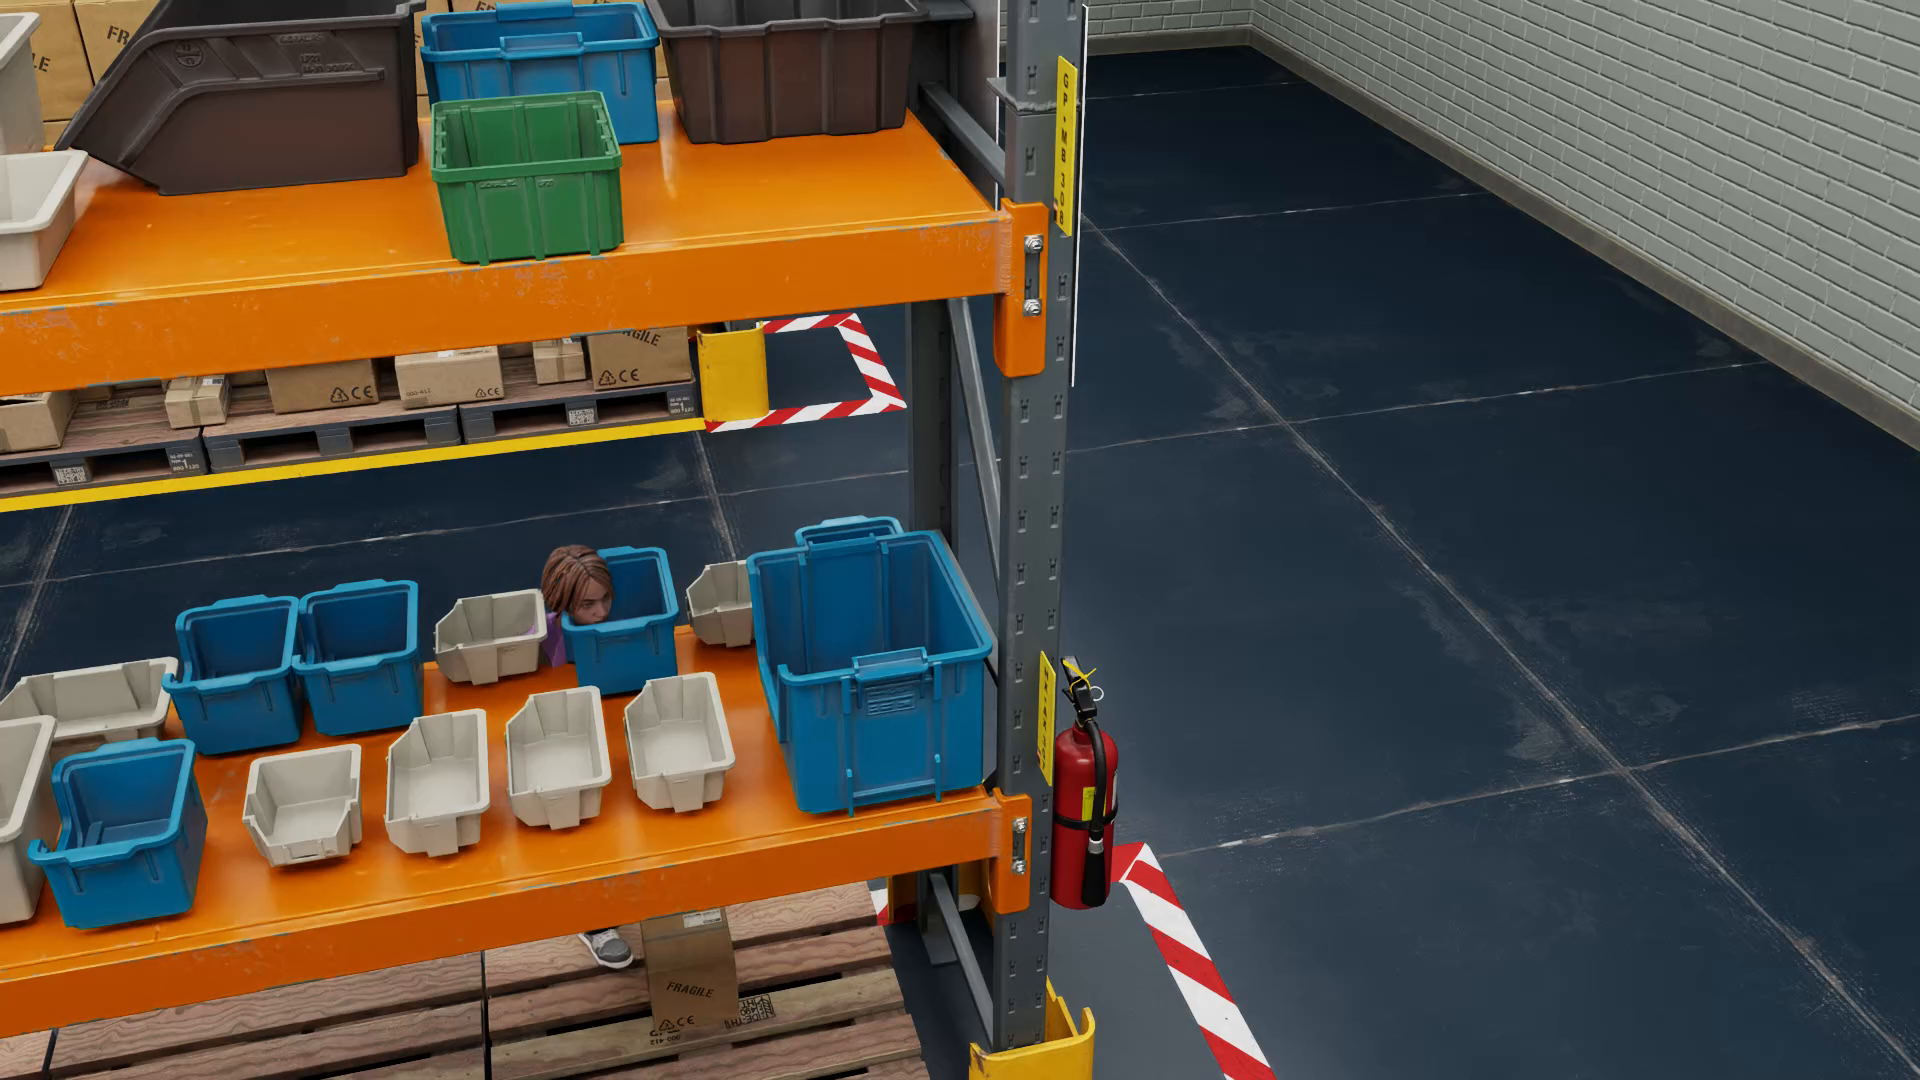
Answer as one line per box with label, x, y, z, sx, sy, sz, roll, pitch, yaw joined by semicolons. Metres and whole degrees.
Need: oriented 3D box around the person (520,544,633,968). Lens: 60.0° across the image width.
person;-1.042;0.780;4.954;0.415;1.528;0.526;-25;39;-35
